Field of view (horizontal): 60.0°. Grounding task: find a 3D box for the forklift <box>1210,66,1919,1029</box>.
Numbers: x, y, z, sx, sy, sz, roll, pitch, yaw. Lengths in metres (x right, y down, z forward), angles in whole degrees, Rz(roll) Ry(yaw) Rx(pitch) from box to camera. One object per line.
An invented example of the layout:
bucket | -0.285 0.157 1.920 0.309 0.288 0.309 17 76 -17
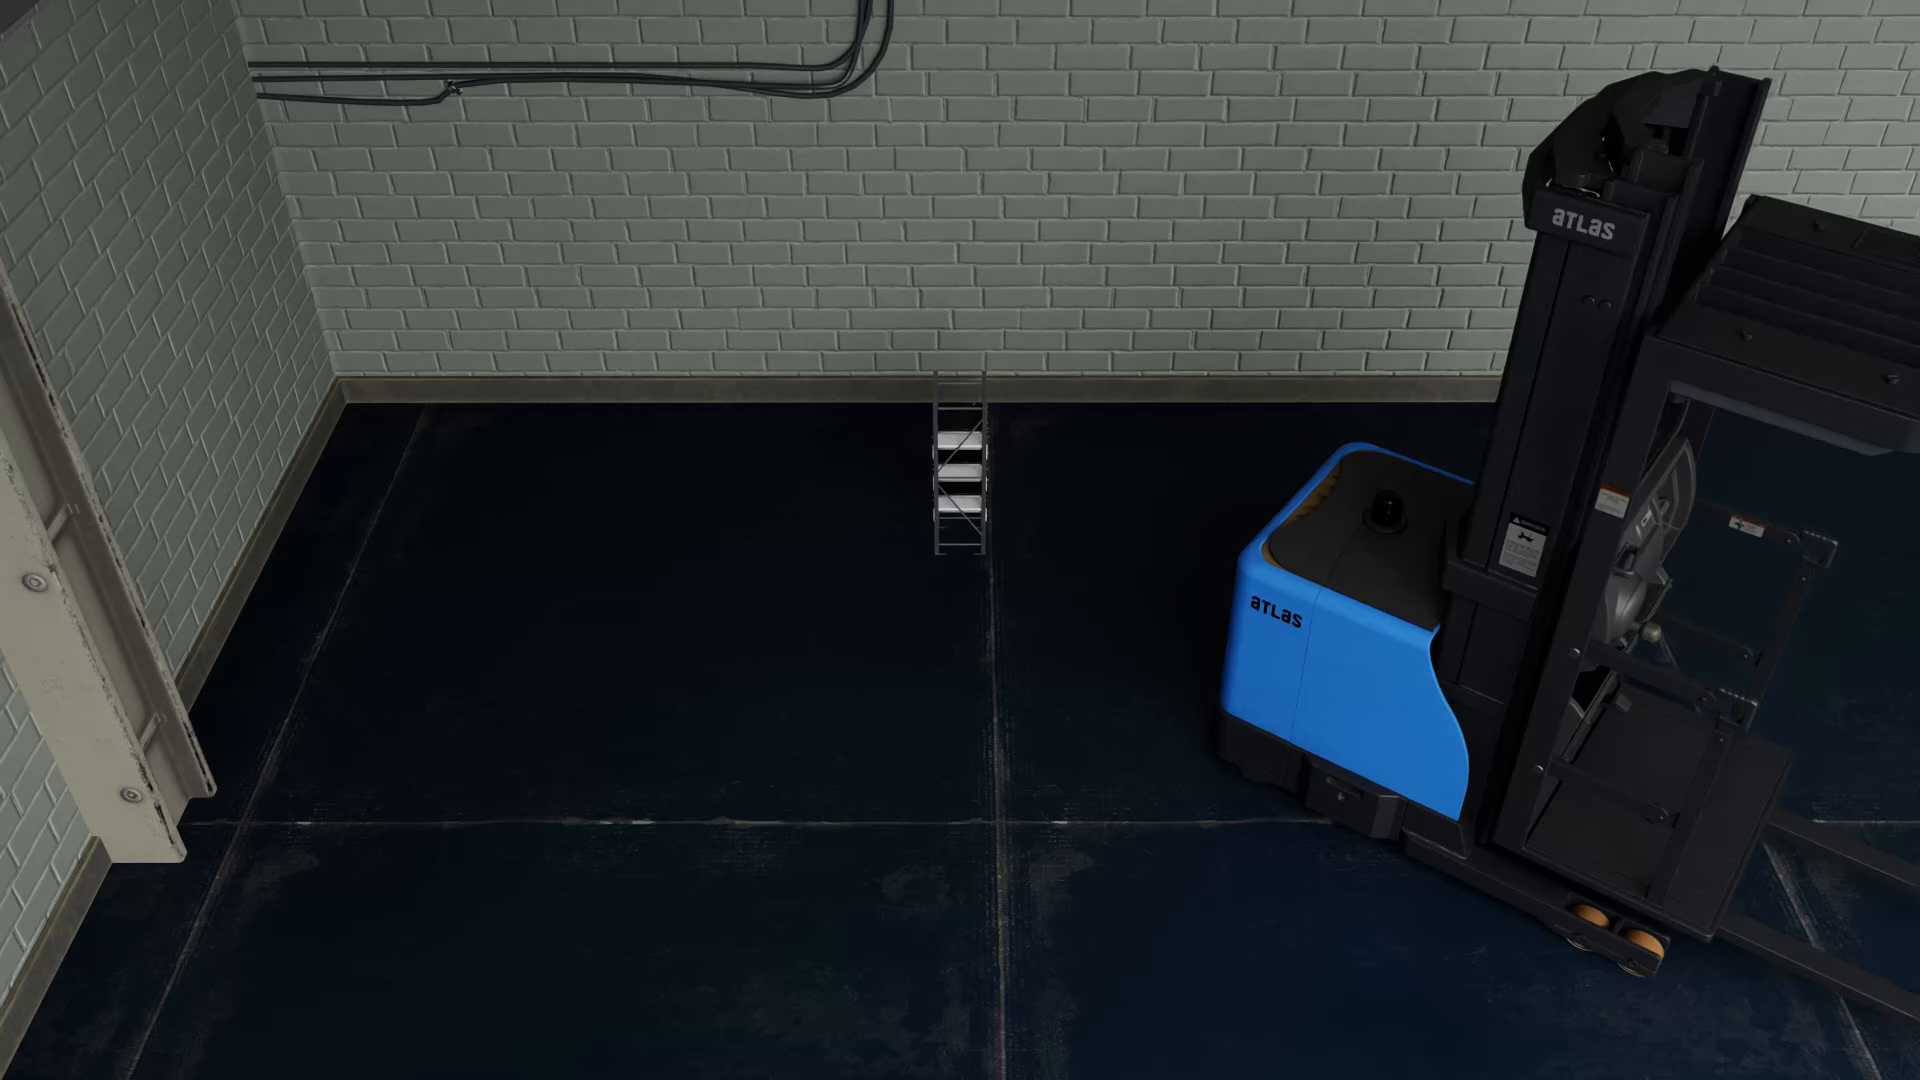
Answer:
forklift | 2.518 0.054 5.584 3.031 2.935 1.130 24 45 27

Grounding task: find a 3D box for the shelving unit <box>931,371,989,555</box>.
shelving unit | 0.000 -0.346 7.708 0.258 0.900 0.210 0 39 0

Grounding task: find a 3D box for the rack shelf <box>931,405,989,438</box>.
rack shelf | 0.000 -0.531 7.560 0.258 0.077 0.200 0 39 0

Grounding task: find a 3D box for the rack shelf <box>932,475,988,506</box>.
rack shelf | 0.000 -0.250 7.785 0.258 0.077 0.200 0 39 0

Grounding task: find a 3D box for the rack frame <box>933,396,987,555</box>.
rack frame | 0.000 -0.282 7.628 0.240 0.900 0.006 0 39 0

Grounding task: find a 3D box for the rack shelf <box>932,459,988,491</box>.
rack shelf | 0.000 -0.320 7.729 0.258 0.077 0.200 0 39 0

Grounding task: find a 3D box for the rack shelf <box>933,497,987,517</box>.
rack shelf | 0.000 -0.180 7.841 0.258 0.077 0.200 0 39 0

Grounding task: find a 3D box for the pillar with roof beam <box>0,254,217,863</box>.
pillar with roof beam | 1.140 -2.391 3.783 9.100 9.000 0.400 0 39 0

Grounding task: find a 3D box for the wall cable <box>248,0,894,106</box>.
wall cable | -1.846 -3.019 7.050 3.097 2.526 0.112 0 39 0

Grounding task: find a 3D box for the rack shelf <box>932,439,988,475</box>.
rack shelf | 0.000 -0.390 7.672 0.258 0.077 0.200 0 39 0

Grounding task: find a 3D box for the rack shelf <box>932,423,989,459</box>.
rack shelf | 0.000 -0.461 7.616 0.258 0.077 0.200 0 39 0

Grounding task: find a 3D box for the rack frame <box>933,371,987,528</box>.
rack frame | 0.000 -0.410 7.787 0.240 0.900 0.006 0 39 0
